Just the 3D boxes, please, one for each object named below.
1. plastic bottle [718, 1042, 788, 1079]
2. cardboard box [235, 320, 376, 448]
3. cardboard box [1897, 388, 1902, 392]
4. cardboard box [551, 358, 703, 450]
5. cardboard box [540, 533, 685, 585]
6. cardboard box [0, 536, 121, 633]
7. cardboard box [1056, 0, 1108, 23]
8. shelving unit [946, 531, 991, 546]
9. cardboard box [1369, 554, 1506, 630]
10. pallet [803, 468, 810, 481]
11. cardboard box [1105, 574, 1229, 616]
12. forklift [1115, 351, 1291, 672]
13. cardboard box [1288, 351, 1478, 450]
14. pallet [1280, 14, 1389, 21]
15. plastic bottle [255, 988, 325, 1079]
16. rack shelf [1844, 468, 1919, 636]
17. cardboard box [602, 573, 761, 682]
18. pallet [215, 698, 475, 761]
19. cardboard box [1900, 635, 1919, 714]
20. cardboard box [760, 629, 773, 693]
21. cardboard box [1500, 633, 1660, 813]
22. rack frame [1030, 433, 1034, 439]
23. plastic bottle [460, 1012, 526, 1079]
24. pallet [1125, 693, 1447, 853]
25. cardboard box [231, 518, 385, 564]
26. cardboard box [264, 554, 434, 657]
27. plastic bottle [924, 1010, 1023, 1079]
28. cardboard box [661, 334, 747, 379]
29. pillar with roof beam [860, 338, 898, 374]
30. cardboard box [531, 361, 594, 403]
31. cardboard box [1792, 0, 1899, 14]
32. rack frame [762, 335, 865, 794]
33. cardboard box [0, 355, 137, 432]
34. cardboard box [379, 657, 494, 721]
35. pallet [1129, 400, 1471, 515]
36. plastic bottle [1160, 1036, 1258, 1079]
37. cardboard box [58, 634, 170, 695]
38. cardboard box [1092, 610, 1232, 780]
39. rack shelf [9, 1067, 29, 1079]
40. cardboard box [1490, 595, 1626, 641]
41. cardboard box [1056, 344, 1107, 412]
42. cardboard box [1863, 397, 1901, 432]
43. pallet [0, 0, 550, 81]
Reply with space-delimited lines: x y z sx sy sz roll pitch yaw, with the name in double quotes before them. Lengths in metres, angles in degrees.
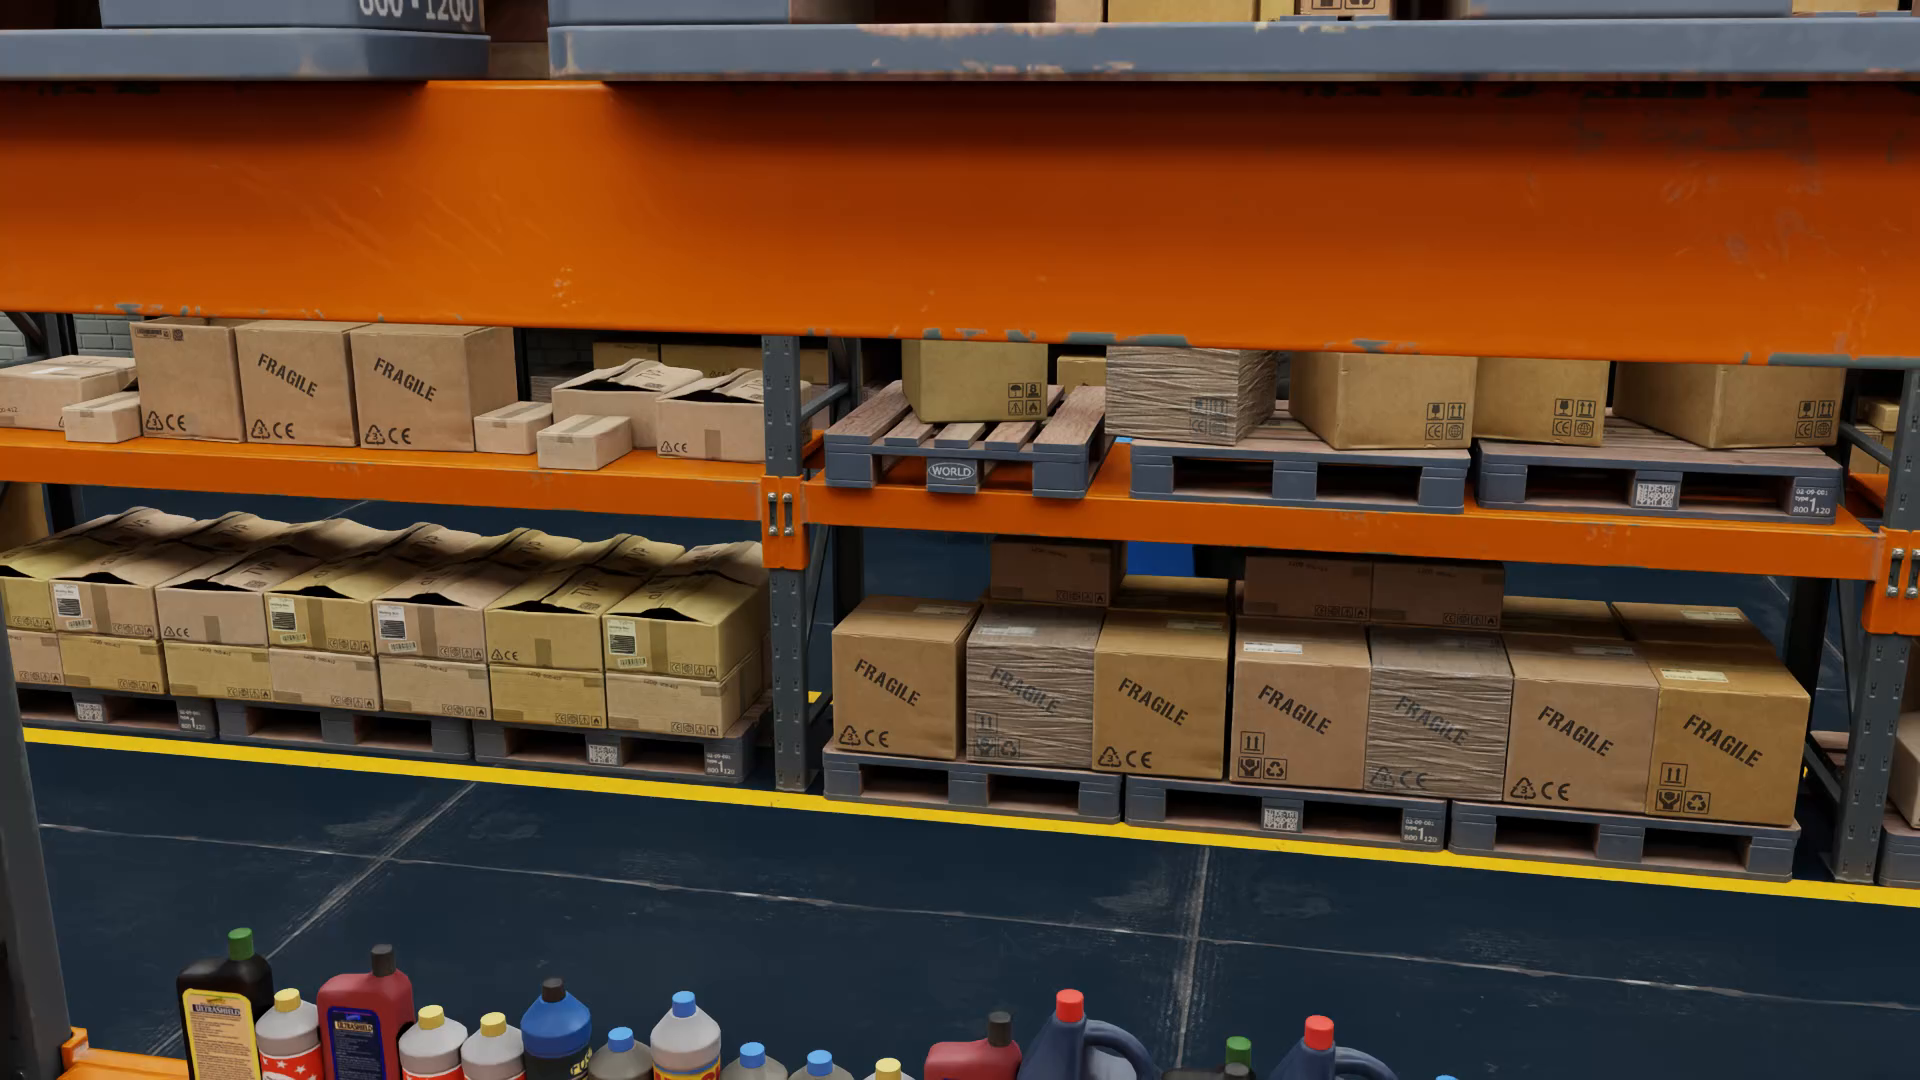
"plastic bottle" -0.289 0.805 2.339 0.097 0.201 0.097 0 15 0
"cardboard box" -2.756 -0.707 7.237 0.500 0.500 0.500 3 16 11
"cardboard box" 6.196 -0.864 10.671 0.250 0.149 0.380 3 16 10
"cardboard box" -1.430 -0.601 7.209 0.500 0.311 0.500 3 16 10
"cardboard box" -1.563 0.177 7.549 0.500 0.311 0.500 3 16 10
"cardboard box" -4.157 0.181 7.532 0.500 0.311 0.500 3 16 11
"cardboard box" 0.342 -1.998 6.278 0.500 0.500 0.910 3 16 11
"shelving unit" 0.052 -0.503 10.342 0.252 1.050 0.215 3 16 11
"cardboard box" 1.922 0.156 6.764 0.500 0.250 0.500 3 16 11
"pallet" -1.566 -0.605 12.281 1.213 0.211 1.003 3 16 11
"cardboard box" 0.878 0.463 7.059 0.500 0.500 0.500 3 16 9
"forklift" 1.822 -0.774 7.797 1.130 2.935 3.031 -13 20 -38
"cardboard box" 1.584 -0.661 6.285 0.500 0.500 0.700 -1 16 -3
"pallet" 1.685 -1.795 6.086 1.003 0.211 1.213 3 16 11
"plastic bottle" -0.992 0.767 2.477 0.097 0.201 0.097 0 15 0
"rack shelf" 5.287 0.120 5.786 4.000 0.370 1.077 3 16 11
"cardboard box" -1.155 0.344 6.946 0.500 0.311 0.500 4 16 13
"pallet" -2.583 0.679 7.646 1.213 0.211 1.003 3 16 11
"cardboard box" 3.942 0.616 6.507 0.500 0.500 0.500 3 16 11
"cardboard box" -1.047 0.473 7.531 0.500 0.250 0.500 3 16 11
"cardboard box" 2.304 0.680 6.276 0.500 0.500 0.500 3 16 11
"rack frame" 0.391 -1.841 11.521 0.127 3.000 1.000 3 16 11
"plastic bottle" -0.671 0.784 2.414 0.097 0.201 0.097 0 15 0
"pallet" 1.324 0.914 6.799 1.213 0.211 1.003 3 16 11
"cardboard box" -3.058 0.094 7.847 0.500 0.311 0.500 3 16 11
"cardboard box" -2.650 0.263 7.238 0.500 0.311 0.500 4 16 13
"plastic bottle" 0.018 0.777 2.286 0.133 0.283 0.061 3 16 11
"cardboard box" -1.861 -1.339 12.161 0.500 0.250 0.500 3 16 9
"pillar with roof beam" -1.568 -3.902 7.721 0.400 9.000 9.100 3 16 11
"cardboard box" -2.804 -1.027 12.438 0.500 0.500 0.700 4 16 13
"cardboard box" 2.849 -2.123 5.757 0.600 0.600 0.600 2 16 6
"rack frame" -0.592 -0.545 6.842 0.127 3.000 1.000 3 16 11
"cardboard box" -4.021 -0.671 7.577 0.500 0.250 0.500 4 16 15
"cardboard box" -2.155 0.559 7.219 0.500 0.250 0.500 3 16 12
"pallet" 1.314 -0.351 6.499 1.213 0.211 1.003 3 16 11
"plastic bottle" 0.330 0.794 2.225 0.133 0.283 0.061 3 16 11
"cardboard box" -3.666 0.478 7.510 0.500 0.250 0.500 4 16 12
"cardboard box" 0.801 0.601 6.563 0.500 0.500 0.500 3 16 10
"rack shelf" -3.543 0.990 2.645 4.000 0.370 1.077 3 16 11
"cardboard box" 2.377 0.545 6.764 0.500 0.500 0.500 3 16 12
"cardboard box" 1.086 -0.934 11.487 0.750 0.750 0.750 3 16 10
"cardboard box" 5.834 -0.779 10.365 0.250 0.149 0.380 3 16 9
"pallet" -0.853 -0.538 1.550 1.213 0.211 1.003 3 16 11
